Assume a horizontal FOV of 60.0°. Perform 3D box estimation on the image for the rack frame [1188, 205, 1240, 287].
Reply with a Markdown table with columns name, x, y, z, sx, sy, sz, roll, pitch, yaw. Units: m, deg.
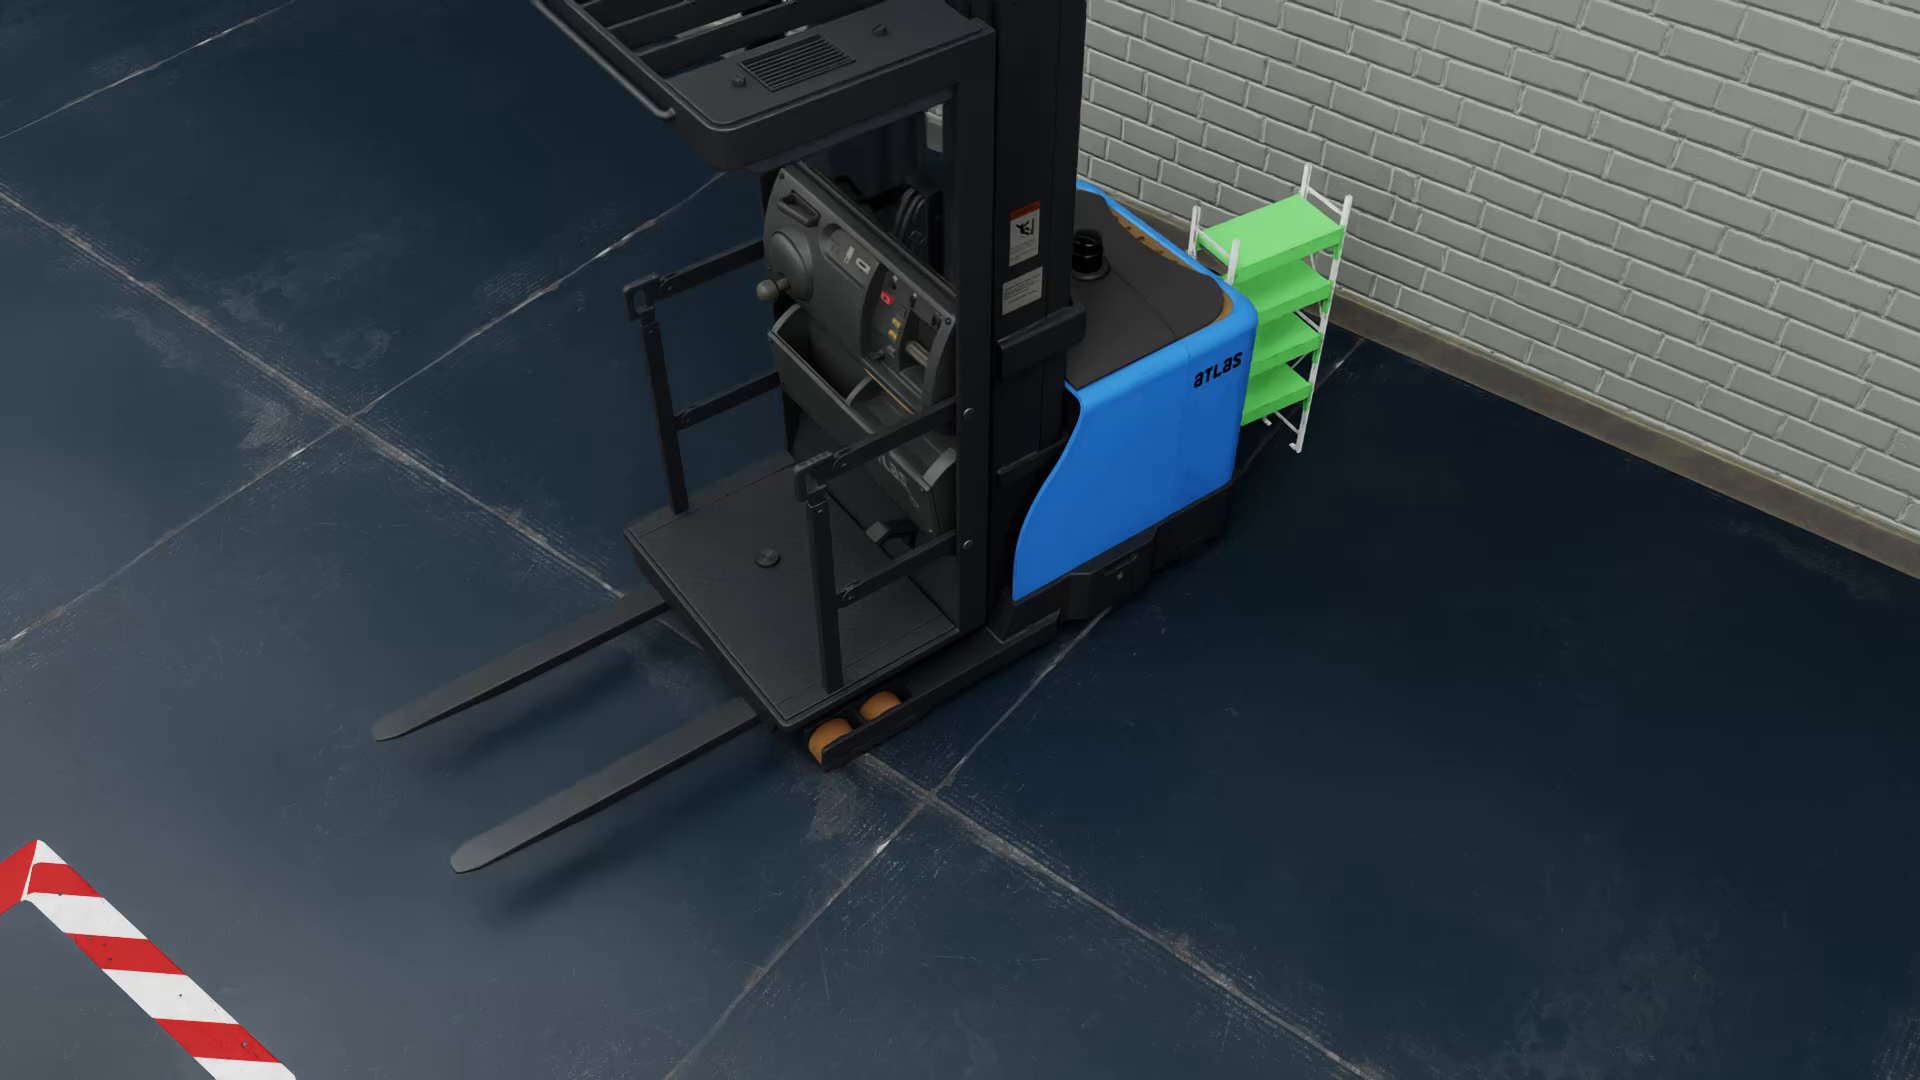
| name | x | y | z | sx | sy | sz | roll | pitch | yaw |
| --- | --- | --- | --- | --- | --- | --- | --- | --- | --- |
| rack frame | 0.865 | -0.653 | 6.044 | 0.015 | 1.200 | 0.240 | -24 | 51 | -21 |

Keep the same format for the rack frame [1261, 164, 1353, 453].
| name | x | y | z | sx | sy | sz | roll | pitch | yaw |
| --- | --- | --- | --- | --- | --- | --- | --- | --- | --- |
| rack frame | 1.283 | -0.836 | 6.219 | 0.015 | 1.200 | 0.240 | -24 | 51 | -21 |

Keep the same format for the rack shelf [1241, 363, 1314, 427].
| name | x | y | z | sx | sy | sz | roll | pitch | yaw |
| --- | --- | --- | --- | --- | --- | --- | --- | --- | --- |
| rack shelf | 1.074 | -0.535 | 6.351 | 0.480 | 0.148 | 0.258 | -24 | 51 | -21 |

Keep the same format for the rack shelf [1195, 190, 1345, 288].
| name | x | y | z | sx | sy | sz | roll | pitch | yaw |
| --- | --- | --- | --- | --- | --- | --- | --- | --- | --- |
| rack shelf | 1.074 | -1.032 | 5.830 | 0.480 | 0.148 | 0.258 | -24 | 51 | -21 |

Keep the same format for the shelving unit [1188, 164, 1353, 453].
| name | x | y | z | sx | sy | sz | roll | pitch | yaw |
| --- | --- | --- | --- | --- | --- | --- | --- | --- | --- |
| shelving unit | 1.074 | -0.744 | 6.131 | 0.503 | 1.200 | 0.258 | -24 | 51 | -21 |

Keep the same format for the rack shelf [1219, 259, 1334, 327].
| name | x | y | z | sx | sy | sz | roll | pitch | yaw |
| --- | --- | --- | --- | --- | --- | --- | --- | --- | --- |
| rack shelf | 1.074 | -0.866 | 6.004 | 0.480 | 0.148 | 0.258 | -24 | 51 | -21 |

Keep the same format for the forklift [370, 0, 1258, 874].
| name | x | y | z | sx | sy | sz | roll | pitch | yaw |
| --- | --- | --- | --- | --- | --- | --- | --- | --- | --- |
| forklift | -0.482 | -0.696 | 4.888 | 3.031 | 2.935 | 1.130 | -28 | 52 | -24 |

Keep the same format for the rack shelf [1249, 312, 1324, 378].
| name | x | y | z | sx | sy | sz | roll | pitch | yaw |
| --- | --- | --- | --- | --- | --- | --- | --- | --- | --- |
| rack shelf | 1.074 | -0.700 | 6.178 | 0.480 | 0.148 | 0.258 | -24 | 51 | -21 |
